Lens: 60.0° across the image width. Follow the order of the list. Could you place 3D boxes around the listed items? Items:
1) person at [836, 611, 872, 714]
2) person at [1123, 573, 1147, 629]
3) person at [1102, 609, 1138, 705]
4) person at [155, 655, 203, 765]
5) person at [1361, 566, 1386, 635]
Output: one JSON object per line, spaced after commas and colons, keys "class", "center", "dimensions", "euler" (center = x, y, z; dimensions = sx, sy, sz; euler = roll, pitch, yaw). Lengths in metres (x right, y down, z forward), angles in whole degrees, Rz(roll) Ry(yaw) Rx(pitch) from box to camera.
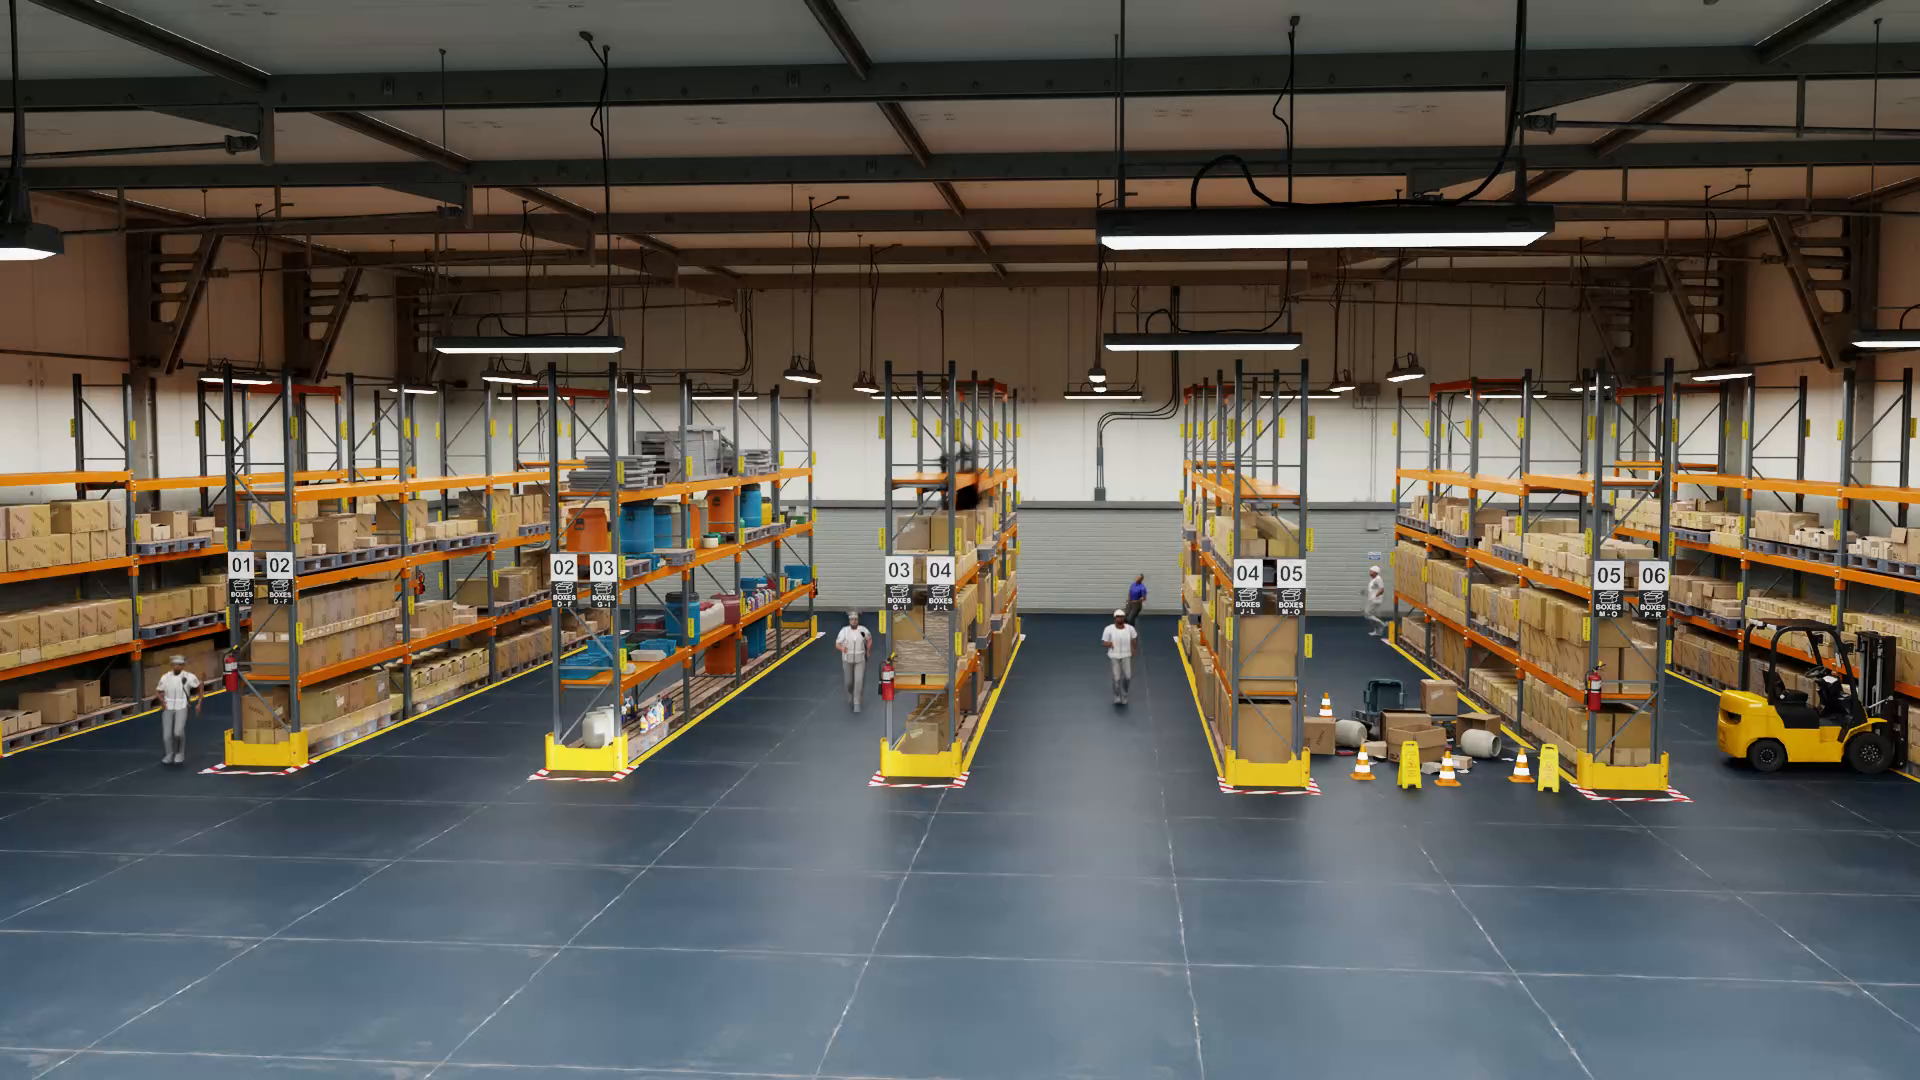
{"class": "person", "center": [-1.892, 2.155, 29.773], "dimensions": [0.664, 1.779, 0.954], "euler": [0, 4, -5]}
{"class": "person", "center": [4.161, 1.584, 40.191], "dimensions": [0.783, 1.553, 0.526], "euler": [4, 5, 43]}
{"class": "person", "center": [2.923, 2.141, 30.226], "dimensions": [0.680, 1.750, 0.626], "euler": [0, 4, -1]}
{"class": "person", "center": [-11.705, 2.538, 24.905], "dimensions": [0.638, 1.662, 0.589], "euler": [-1, 4, -14]}
{"class": "person", "center": [10.067, 1.478, 40.475], "dimensions": [0.621, 1.722, 0.700], "euler": [1, 4, 12]}
